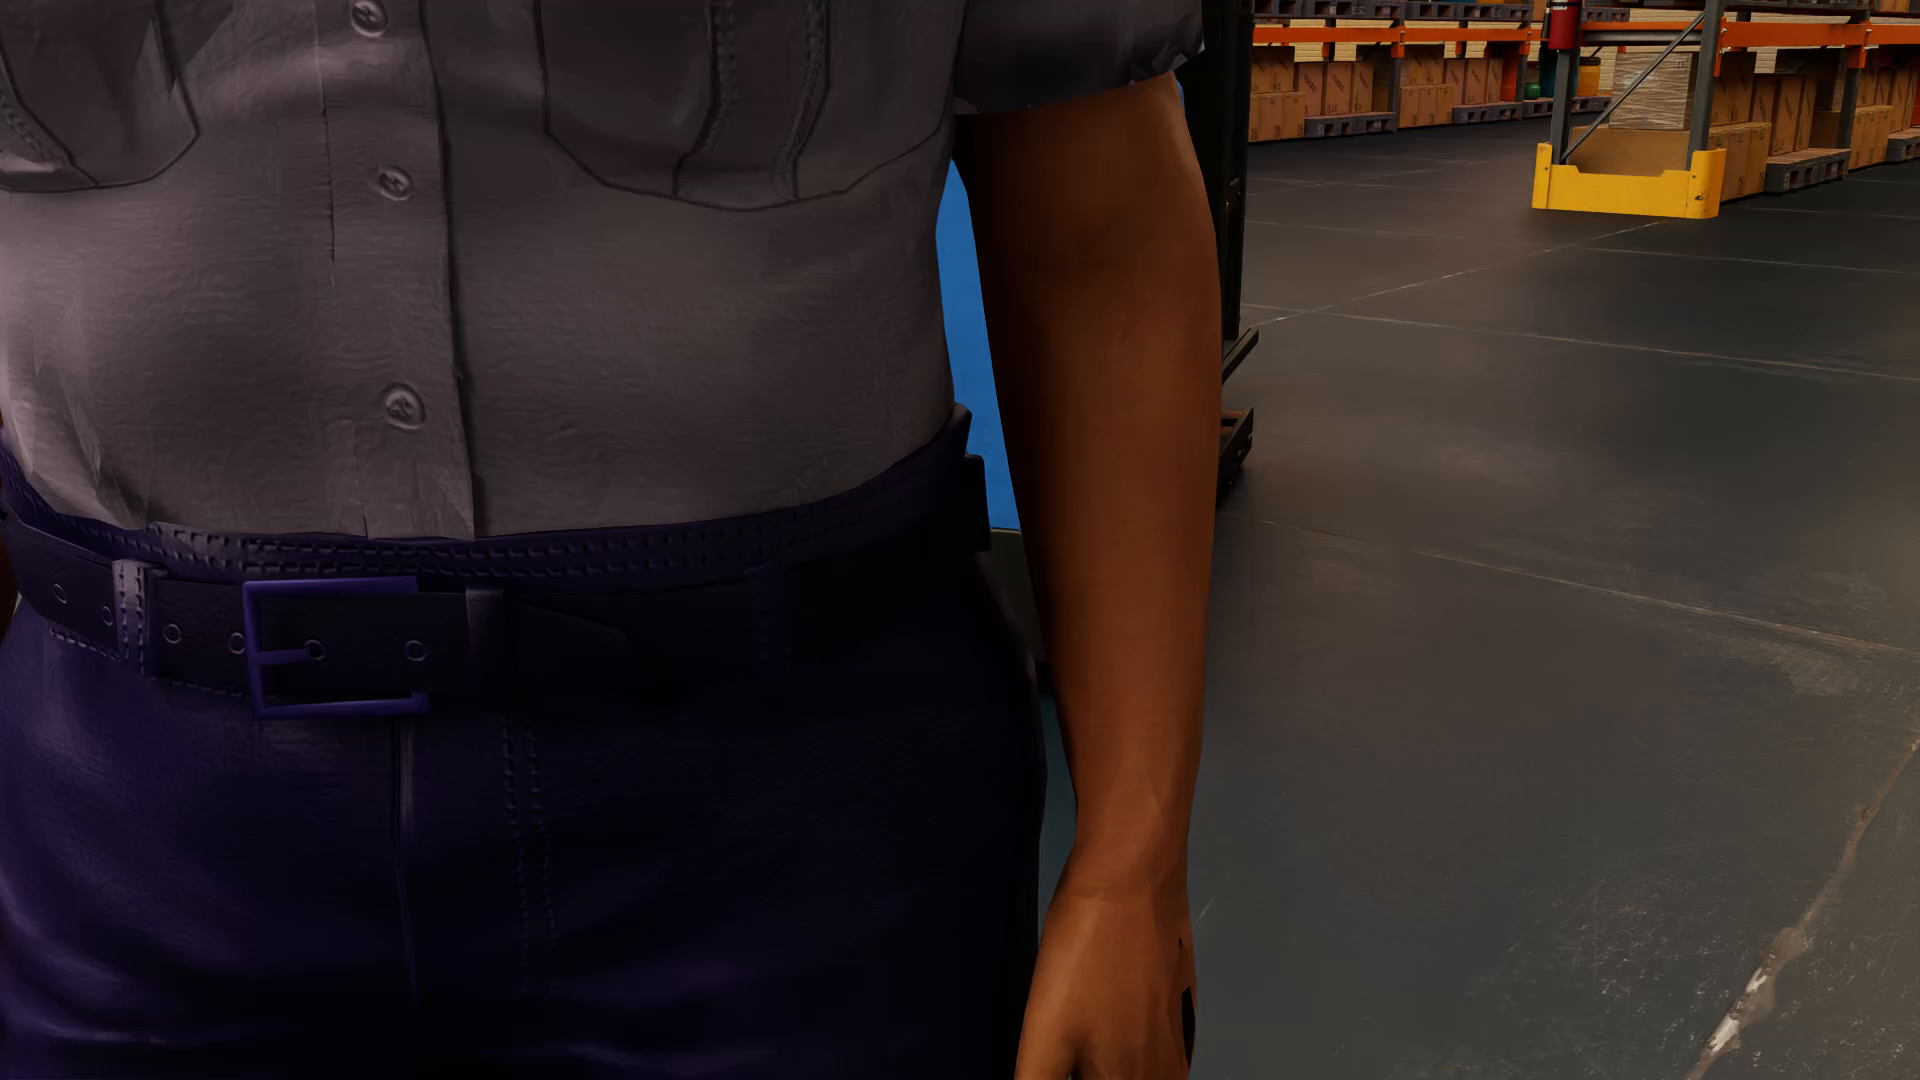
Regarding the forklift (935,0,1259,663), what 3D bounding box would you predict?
[{"bbox_3d":[0.182,-1.571,4.072,1.130,2.935,3.031,5,18,17],"label":"forklift"}]
